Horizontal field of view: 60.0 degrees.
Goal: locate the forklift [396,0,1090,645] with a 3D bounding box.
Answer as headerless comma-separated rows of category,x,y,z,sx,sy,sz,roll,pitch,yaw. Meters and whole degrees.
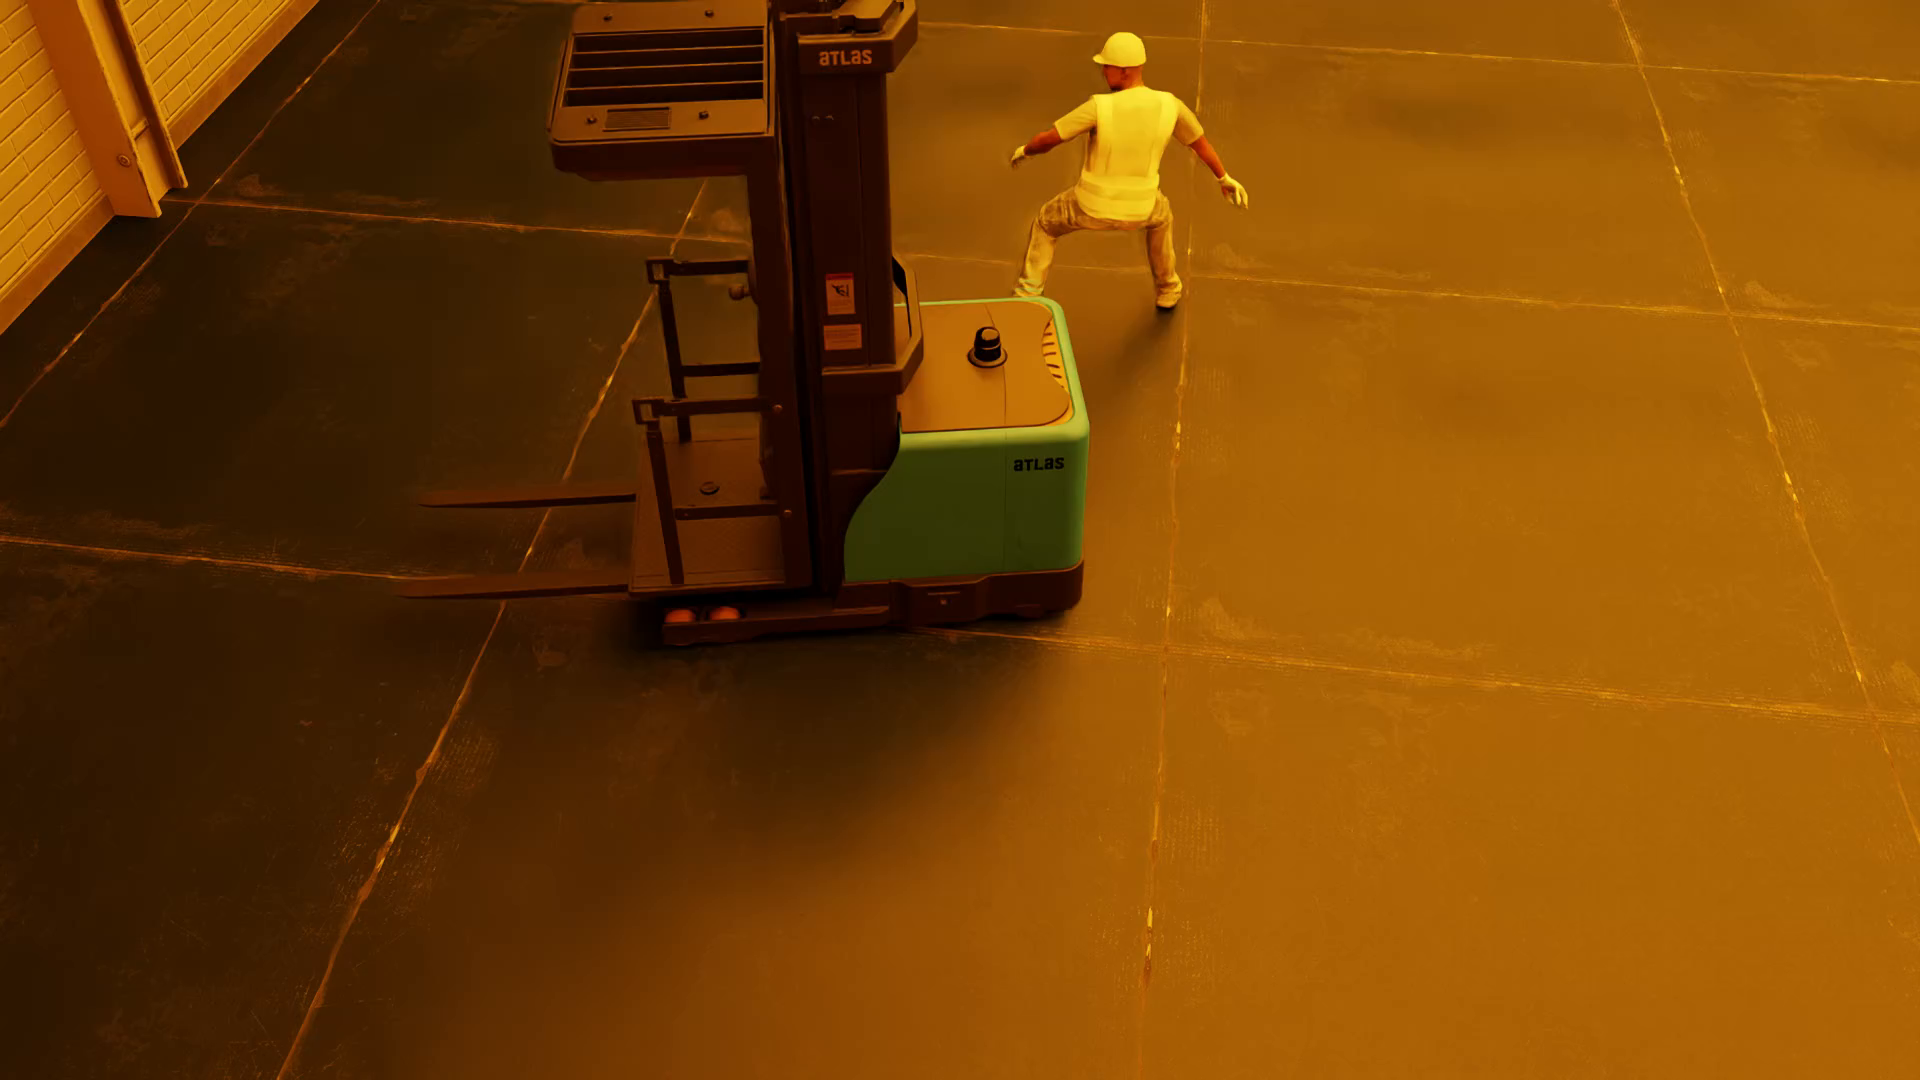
forklift,-0.995,-0.986,6.797,3.031,2.935,1.130,-3,43,-4

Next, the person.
person,0.879,-1.832,8.745,1.237,1.678,0.523,-4,43,-4
